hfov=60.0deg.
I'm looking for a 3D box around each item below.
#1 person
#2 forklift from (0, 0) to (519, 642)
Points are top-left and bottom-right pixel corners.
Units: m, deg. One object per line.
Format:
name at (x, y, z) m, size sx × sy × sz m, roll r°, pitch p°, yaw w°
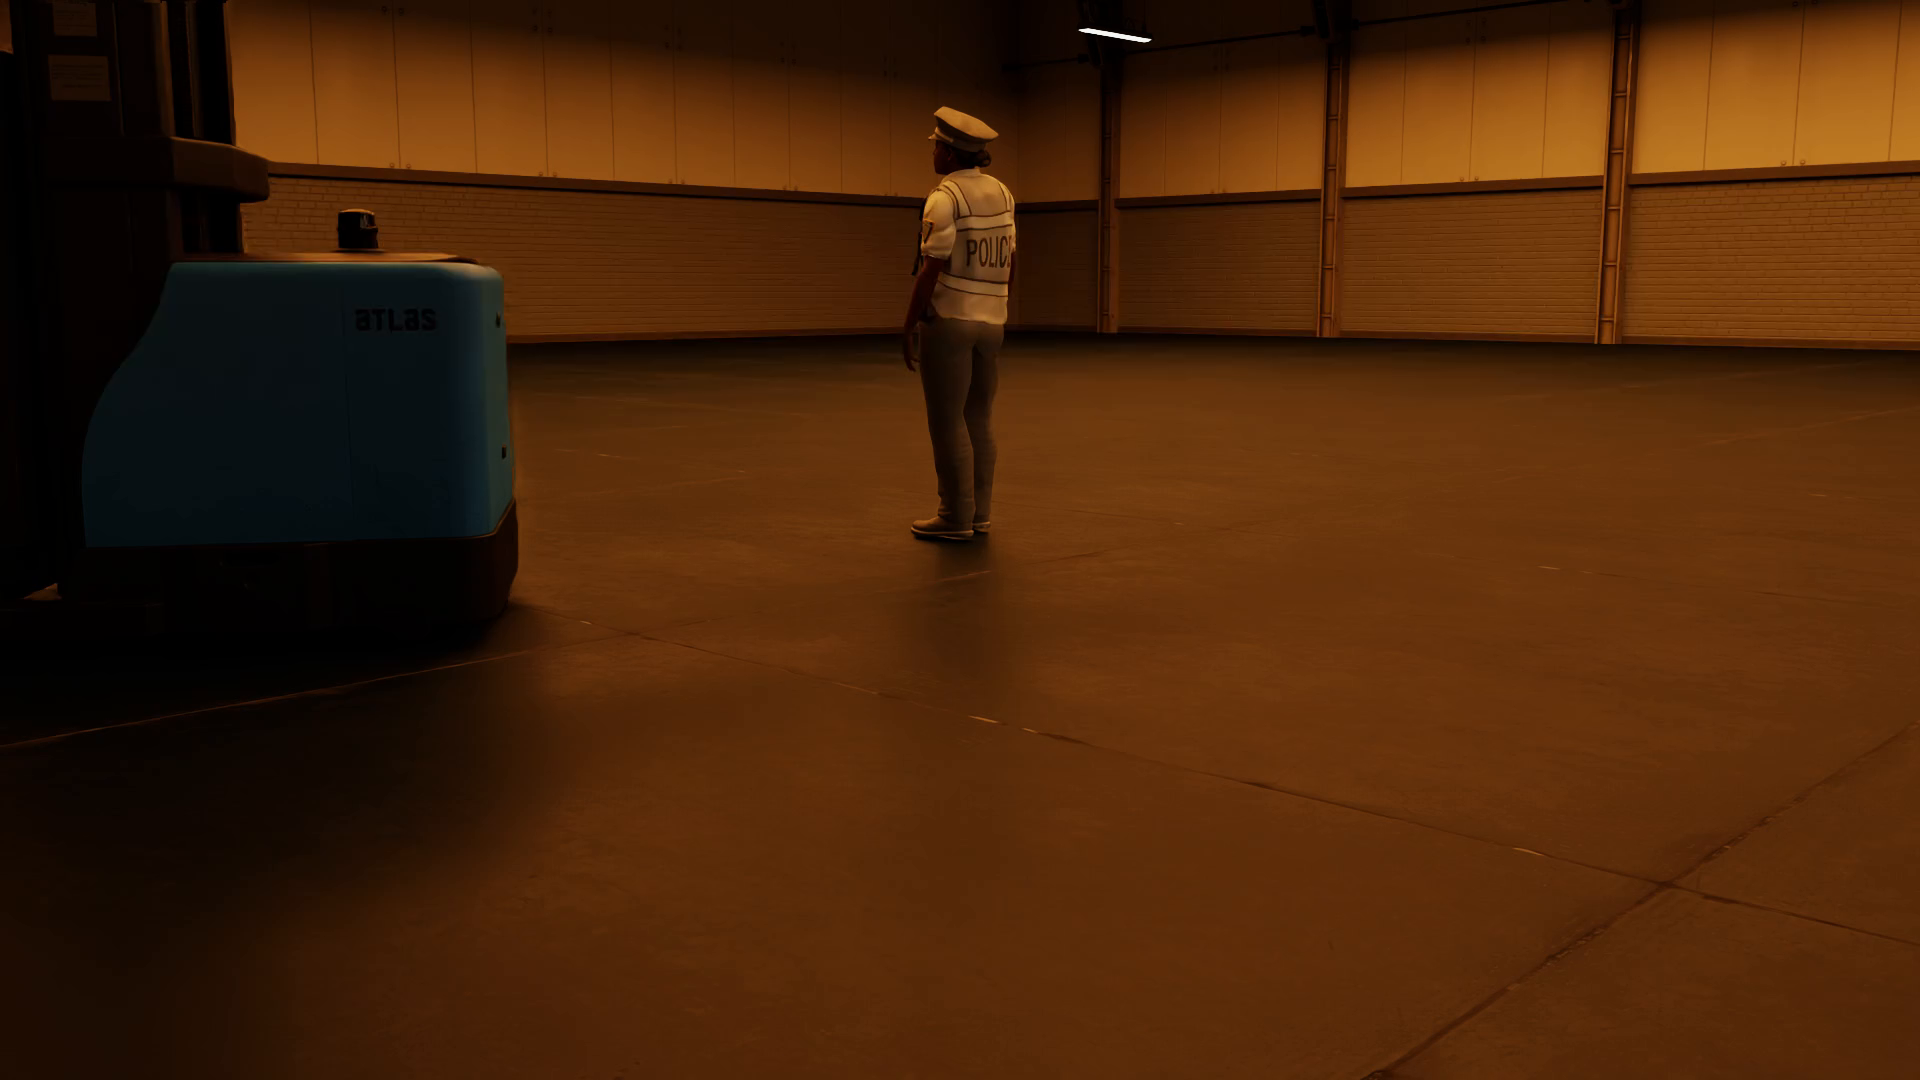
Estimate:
person at (-0.040, -0.855, 6.656) m, size 0.530 × 1.695 × 0.569 m, roll 8°, pitch 12°, yaw 43°
forklift at (-2.899, -1.181, 4.719) m, size 3.031 × 2.935 × 1.130 m, roll -2°, pitch 9°, yaw -11°
